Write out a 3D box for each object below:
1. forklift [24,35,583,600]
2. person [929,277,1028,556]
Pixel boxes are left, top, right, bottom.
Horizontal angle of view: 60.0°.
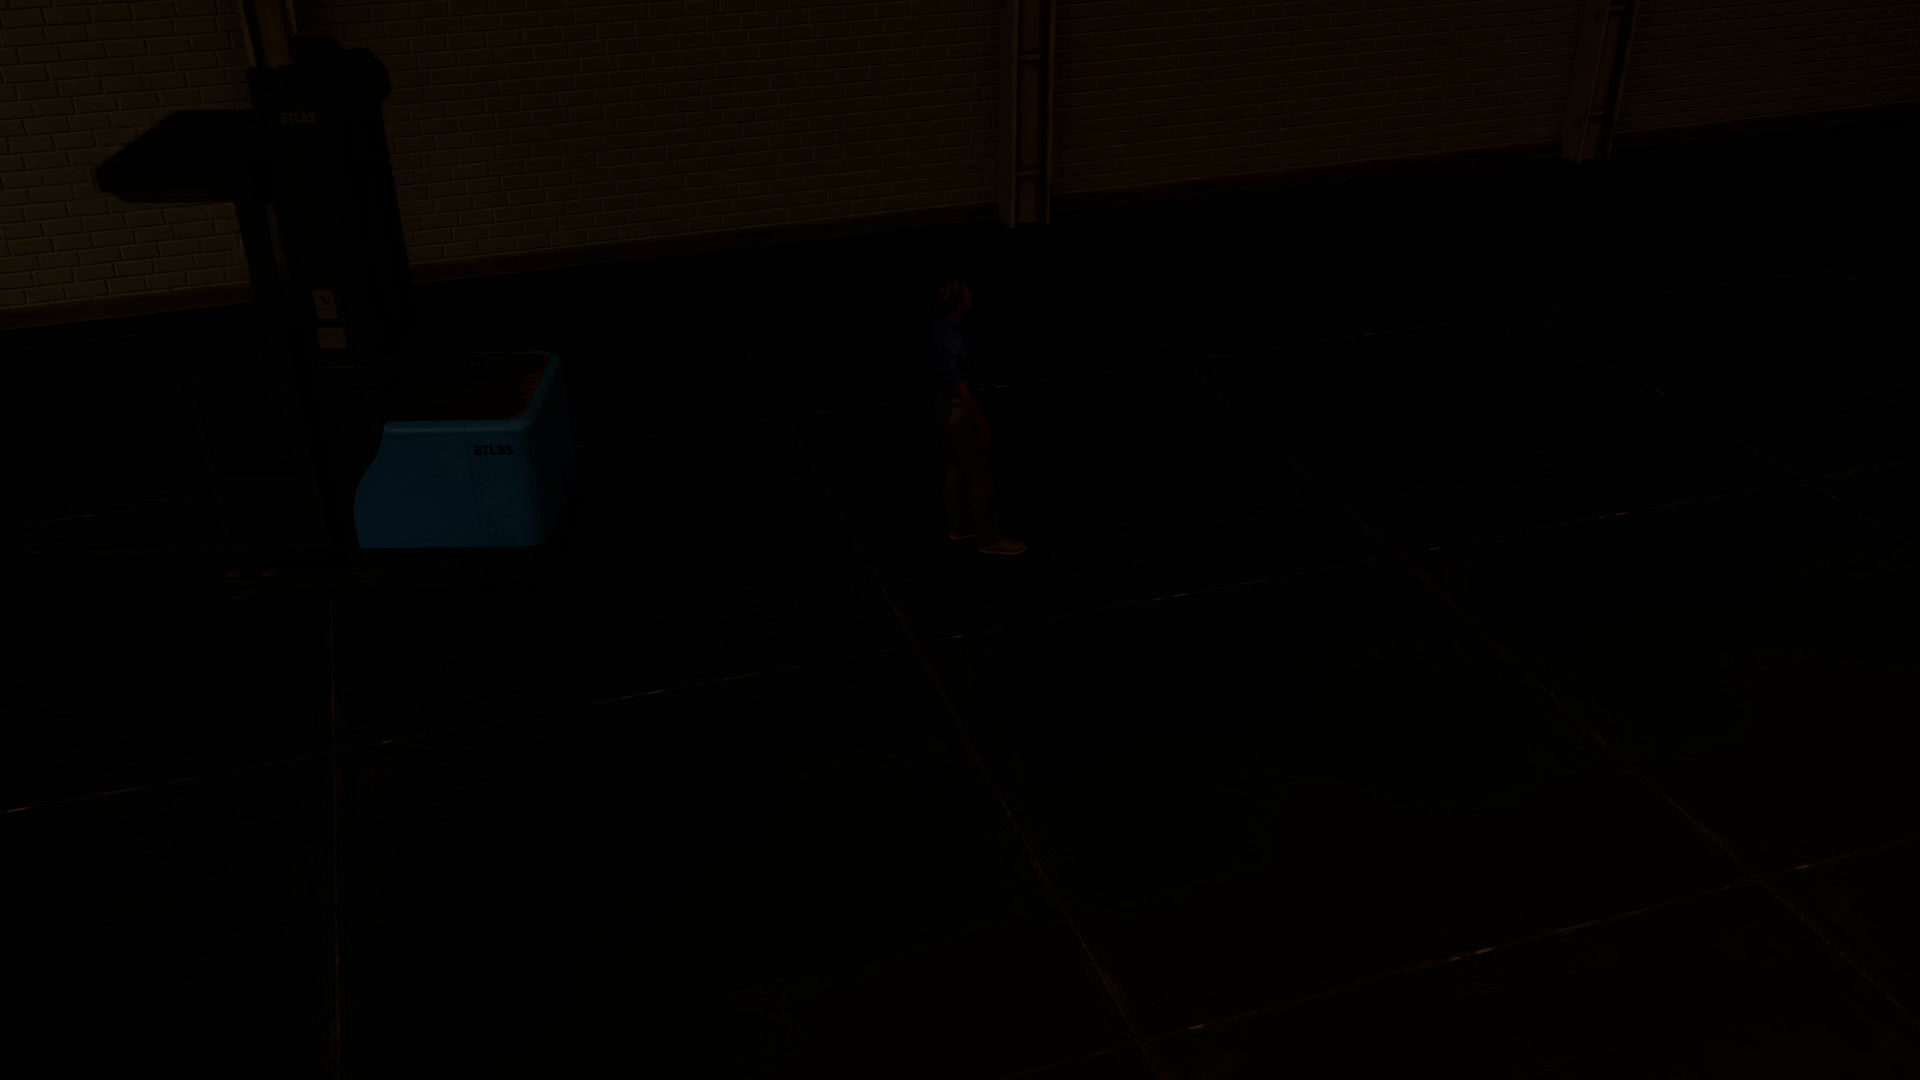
[{"bbox_3d":[-3.830,-1.200,9.172,3.031,2.935,1.130,-1,30,-1],"label":"forklift"},{"bbox_3d":[0.090,-0.728,9.618,0.503,1.656,0.569,-10,31,-16],"label":"person"}]
